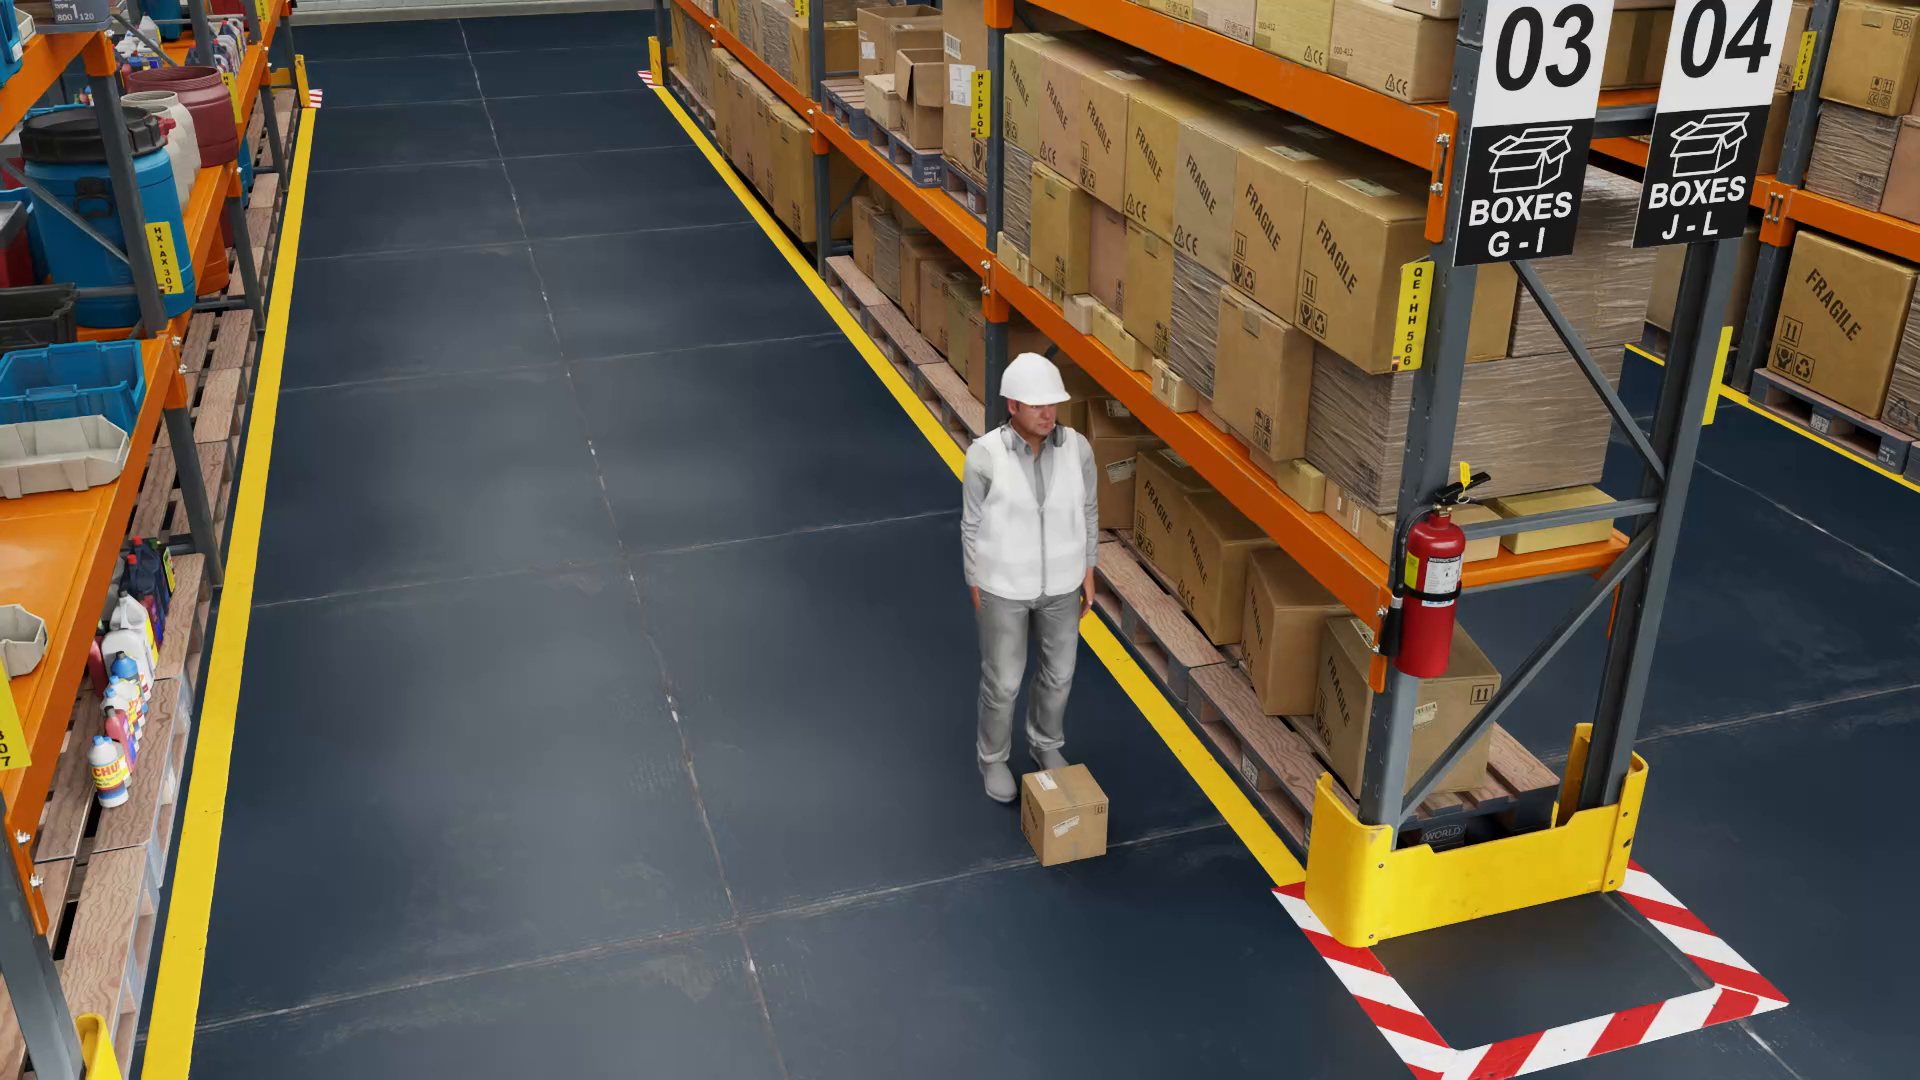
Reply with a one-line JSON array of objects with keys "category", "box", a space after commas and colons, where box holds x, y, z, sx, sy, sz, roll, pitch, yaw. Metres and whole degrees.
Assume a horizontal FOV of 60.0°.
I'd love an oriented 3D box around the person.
[{"category": "person", "box": [0.272, 0.151, 6.294, 0.536, 1.776, 0.360, -8, 27, -16]}]
